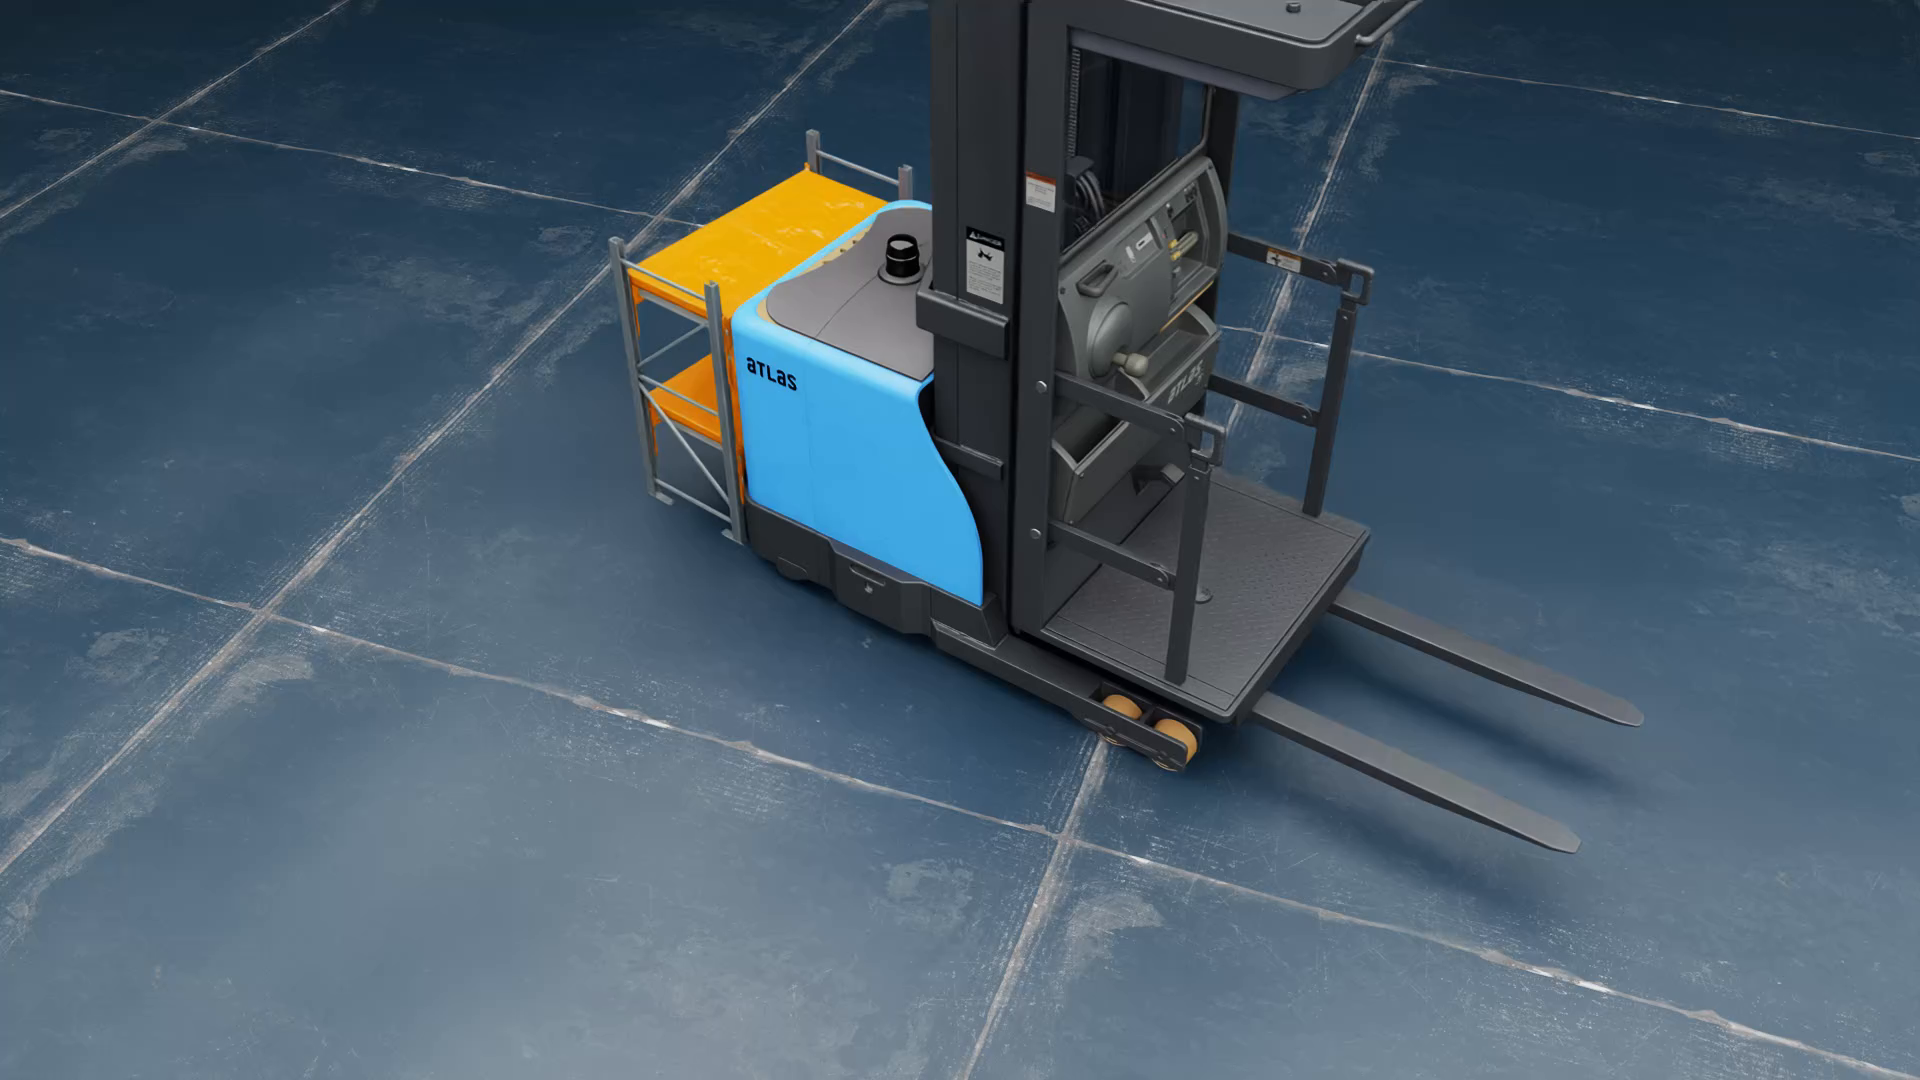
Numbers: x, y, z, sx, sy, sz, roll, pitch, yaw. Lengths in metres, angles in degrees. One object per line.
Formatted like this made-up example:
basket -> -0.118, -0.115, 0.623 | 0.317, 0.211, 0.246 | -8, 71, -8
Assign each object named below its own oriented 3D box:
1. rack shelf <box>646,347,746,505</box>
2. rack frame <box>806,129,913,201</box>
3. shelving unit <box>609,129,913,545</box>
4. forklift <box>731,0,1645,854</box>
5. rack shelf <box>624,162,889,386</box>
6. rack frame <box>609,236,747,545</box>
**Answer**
rack shelf -> -0.693, -0.589, 6.451 | 0.538, 0.278, 1.000 | 27, 47, 28
rack frame -> -0.382, -1.036, 6.598 | 0.500, 1.125, 0.032 | 27, 47, 28
shelving unit -> -0.693, -0.775, 6.292 | 0.538, 1.125, 1.048 | 27, 47, 28
forklift -> 0.729, -0.766, 4.890 | 3.031, 2.935, 1.130 | 24, 46, 25
rack shelf -> -0.693, -0.998, 6.102 | 0.538, 0.278, 1.000 | 27, 47, 28
rack frame -> -1.005, -0.515, 5.987 | 0.500, 1.125, 0.032 | 27, 47, 28
